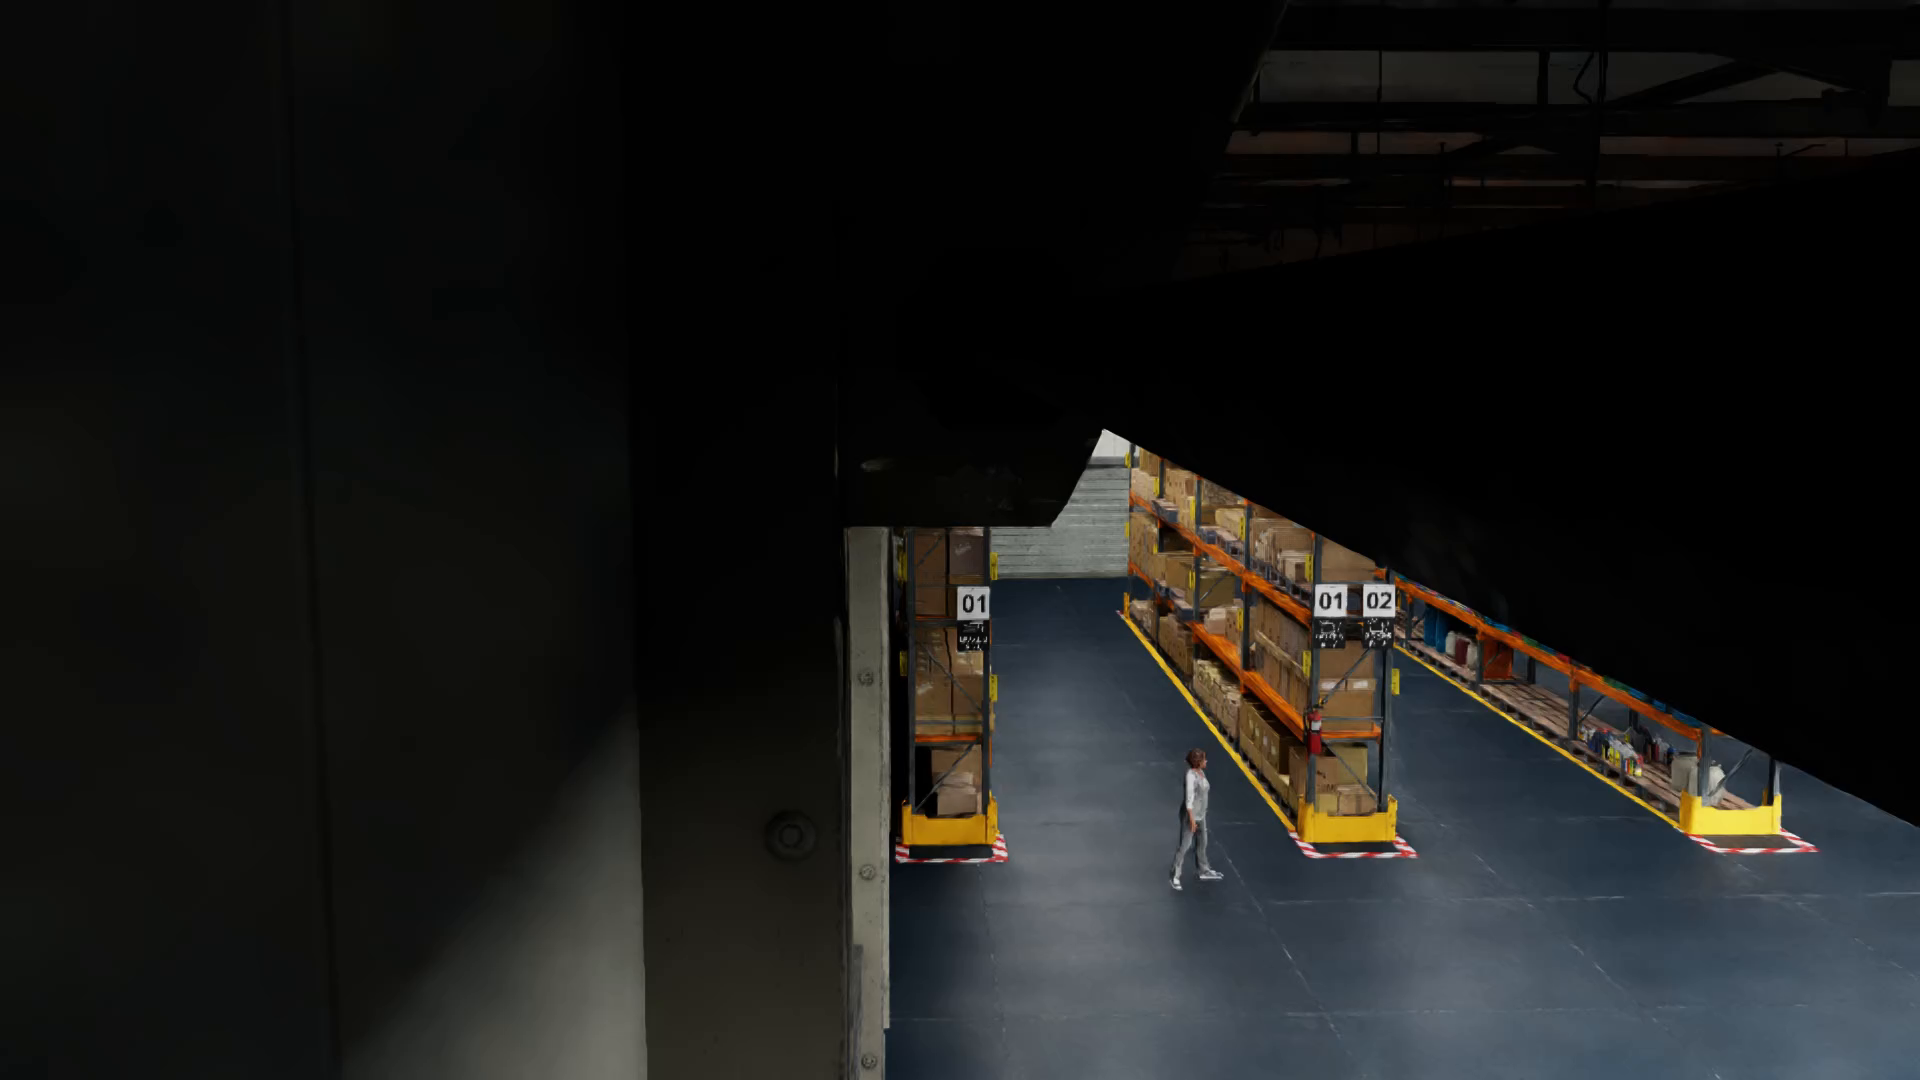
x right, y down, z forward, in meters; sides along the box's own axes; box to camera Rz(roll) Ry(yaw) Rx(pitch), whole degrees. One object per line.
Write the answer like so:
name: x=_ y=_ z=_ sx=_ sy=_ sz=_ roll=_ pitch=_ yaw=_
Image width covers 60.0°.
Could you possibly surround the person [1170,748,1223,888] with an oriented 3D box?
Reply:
person: x=2.668 y=3.125 z=18.855 sx=0.495 sy=1.592 sz=0.609 roll=4 pitch=8 yaw=28
